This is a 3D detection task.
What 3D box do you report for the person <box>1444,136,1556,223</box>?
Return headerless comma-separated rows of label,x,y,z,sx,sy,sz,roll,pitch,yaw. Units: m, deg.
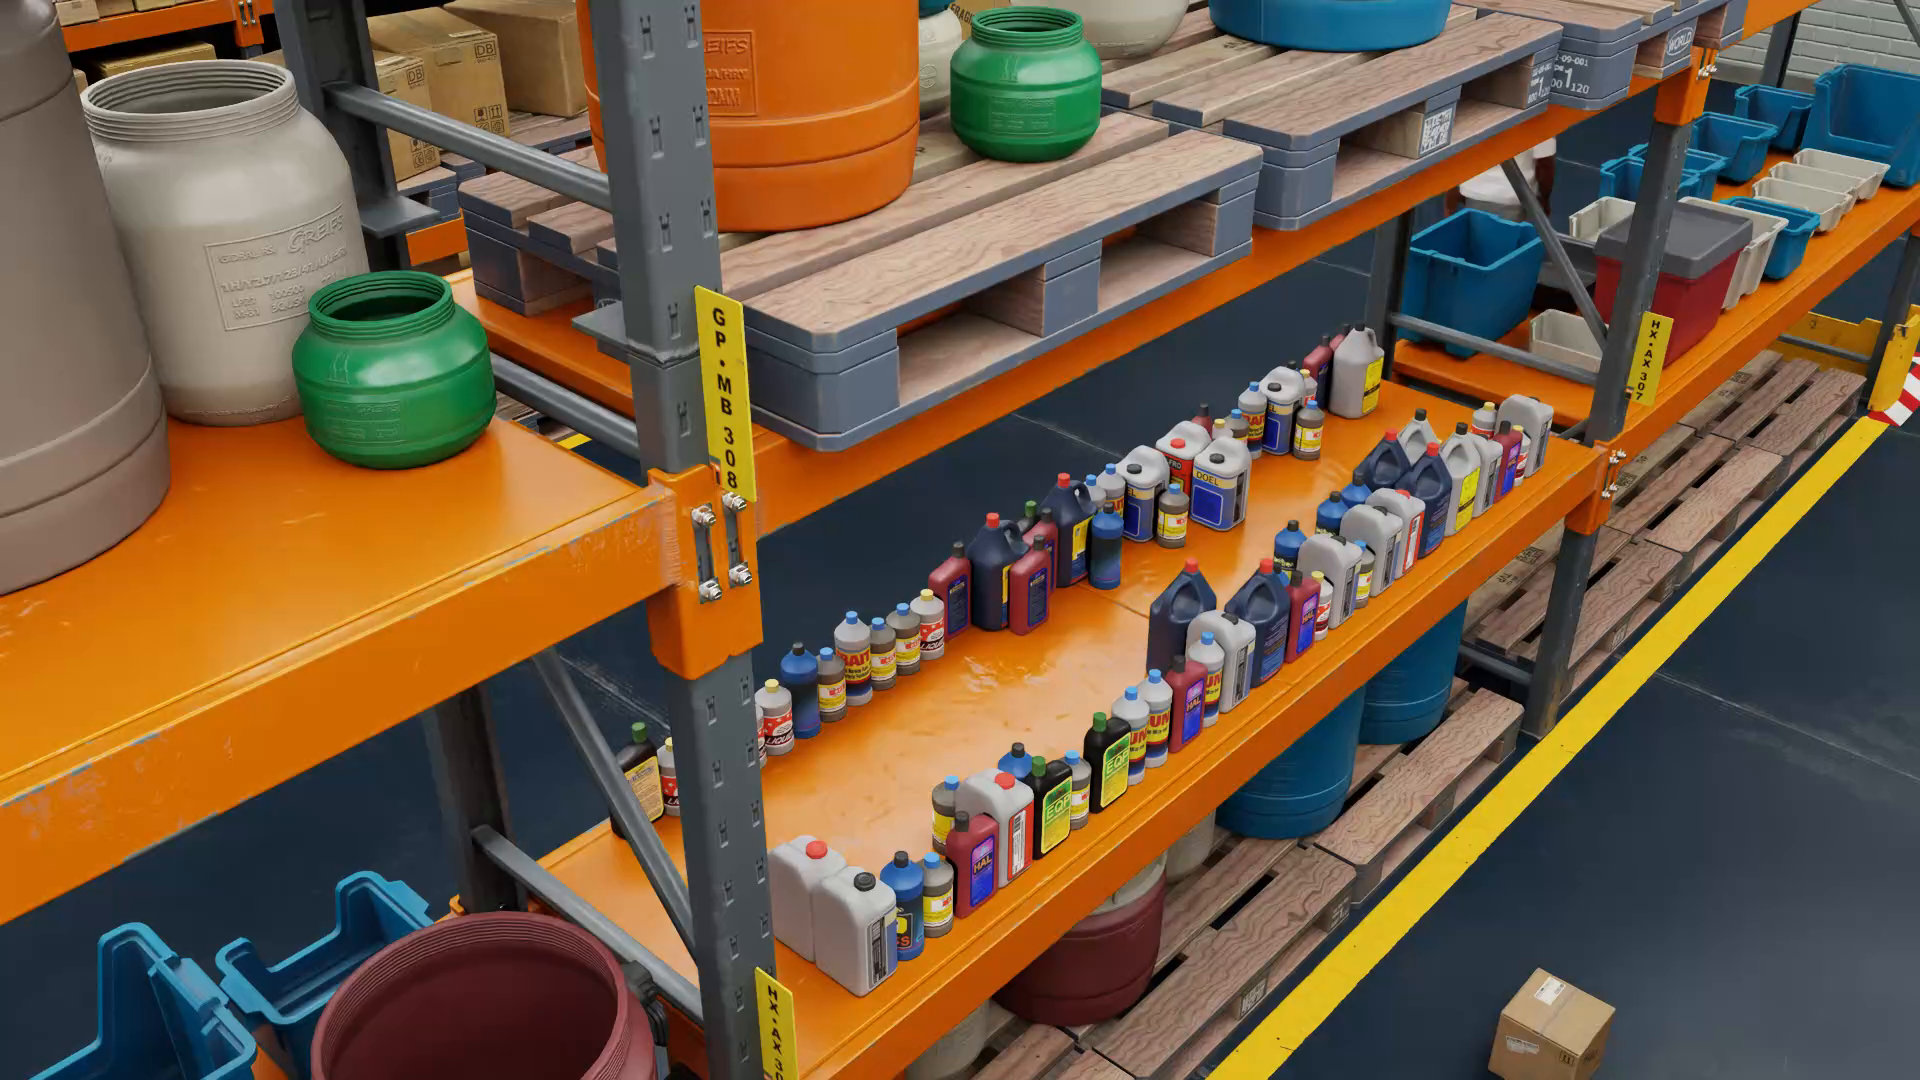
person,3.015,-1.914,9.269,0.566,1.801,0.471,26,40,36
